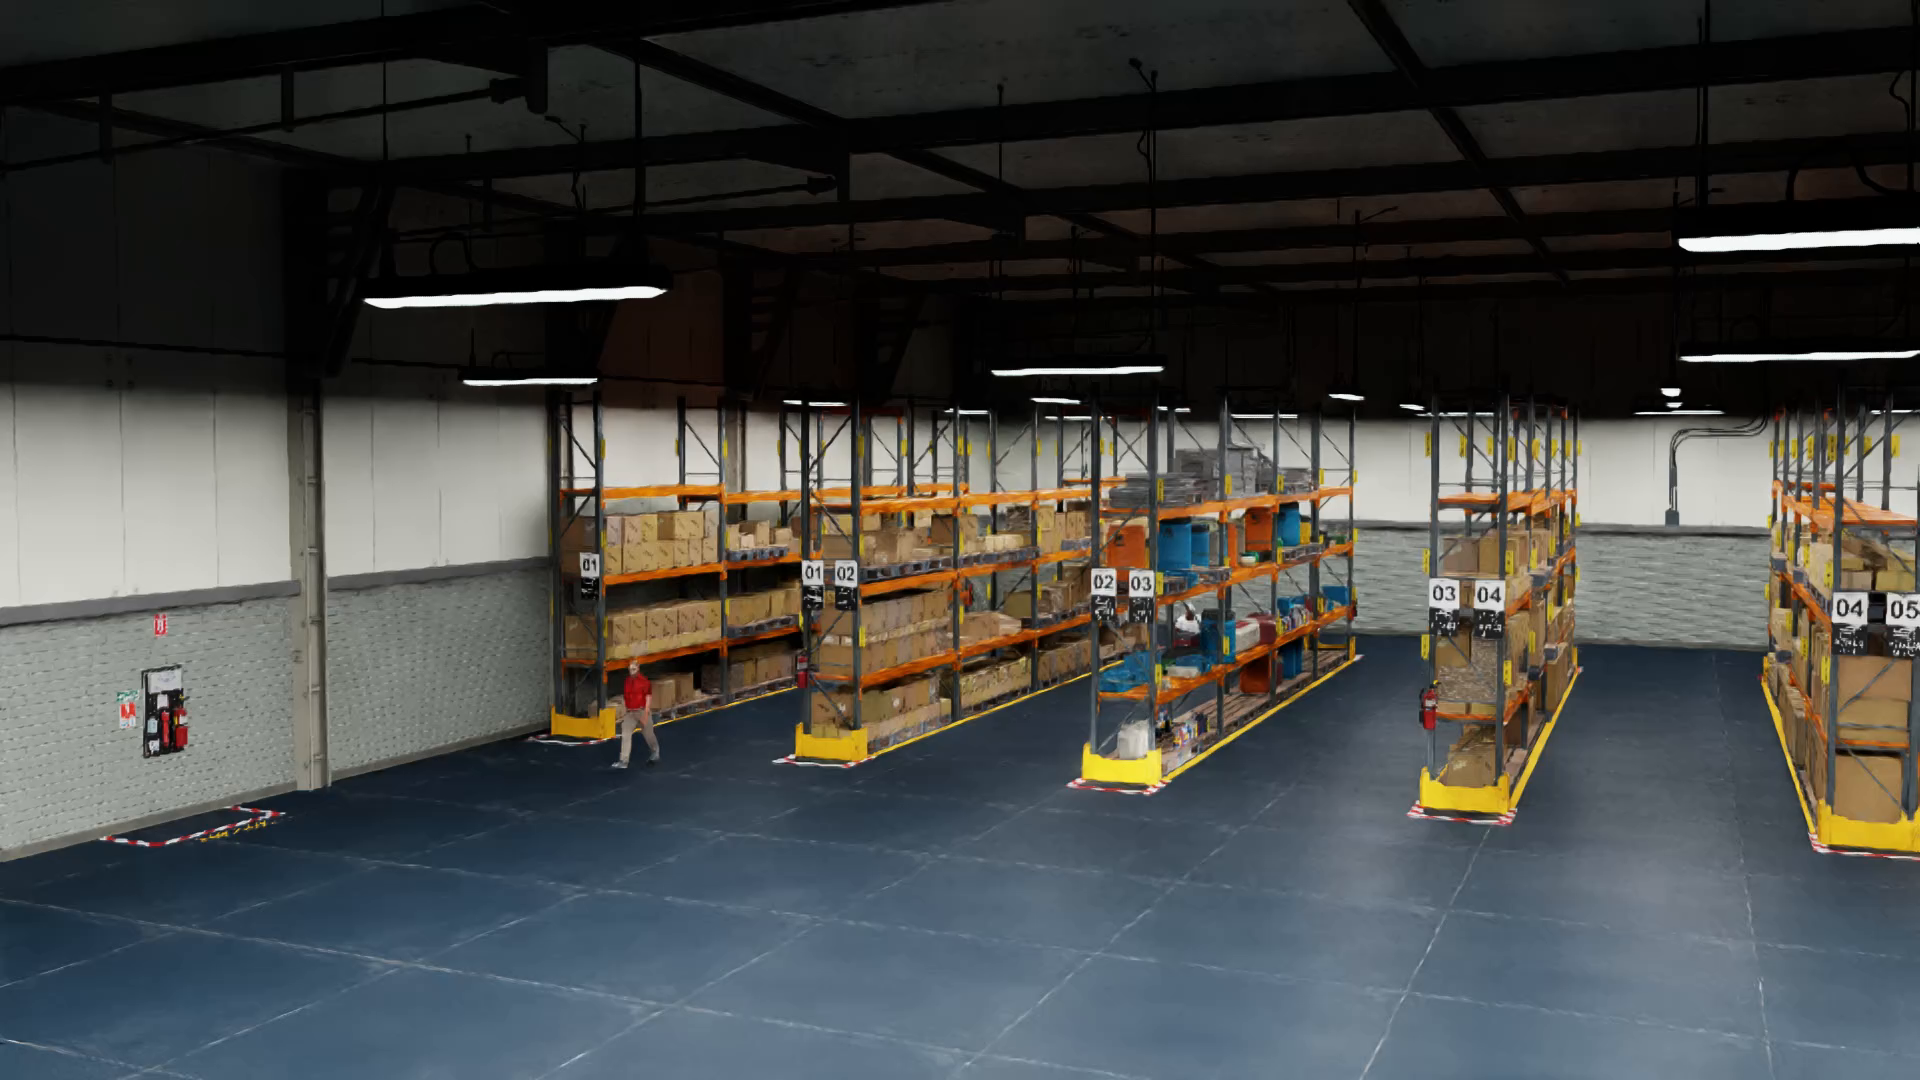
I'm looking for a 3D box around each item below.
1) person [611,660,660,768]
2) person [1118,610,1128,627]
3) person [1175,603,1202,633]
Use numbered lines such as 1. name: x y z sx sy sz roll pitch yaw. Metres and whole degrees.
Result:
1. person: -5.061 2.719 26.106 0.557 1.668 1.039 1 3 23
2. person: 4.341 1.741 43.074 0.580 1.777 0.587 -2 4 -31
3. person: 4.926 2.190 35.551 0.719 1.714 0.578 1 3 22
